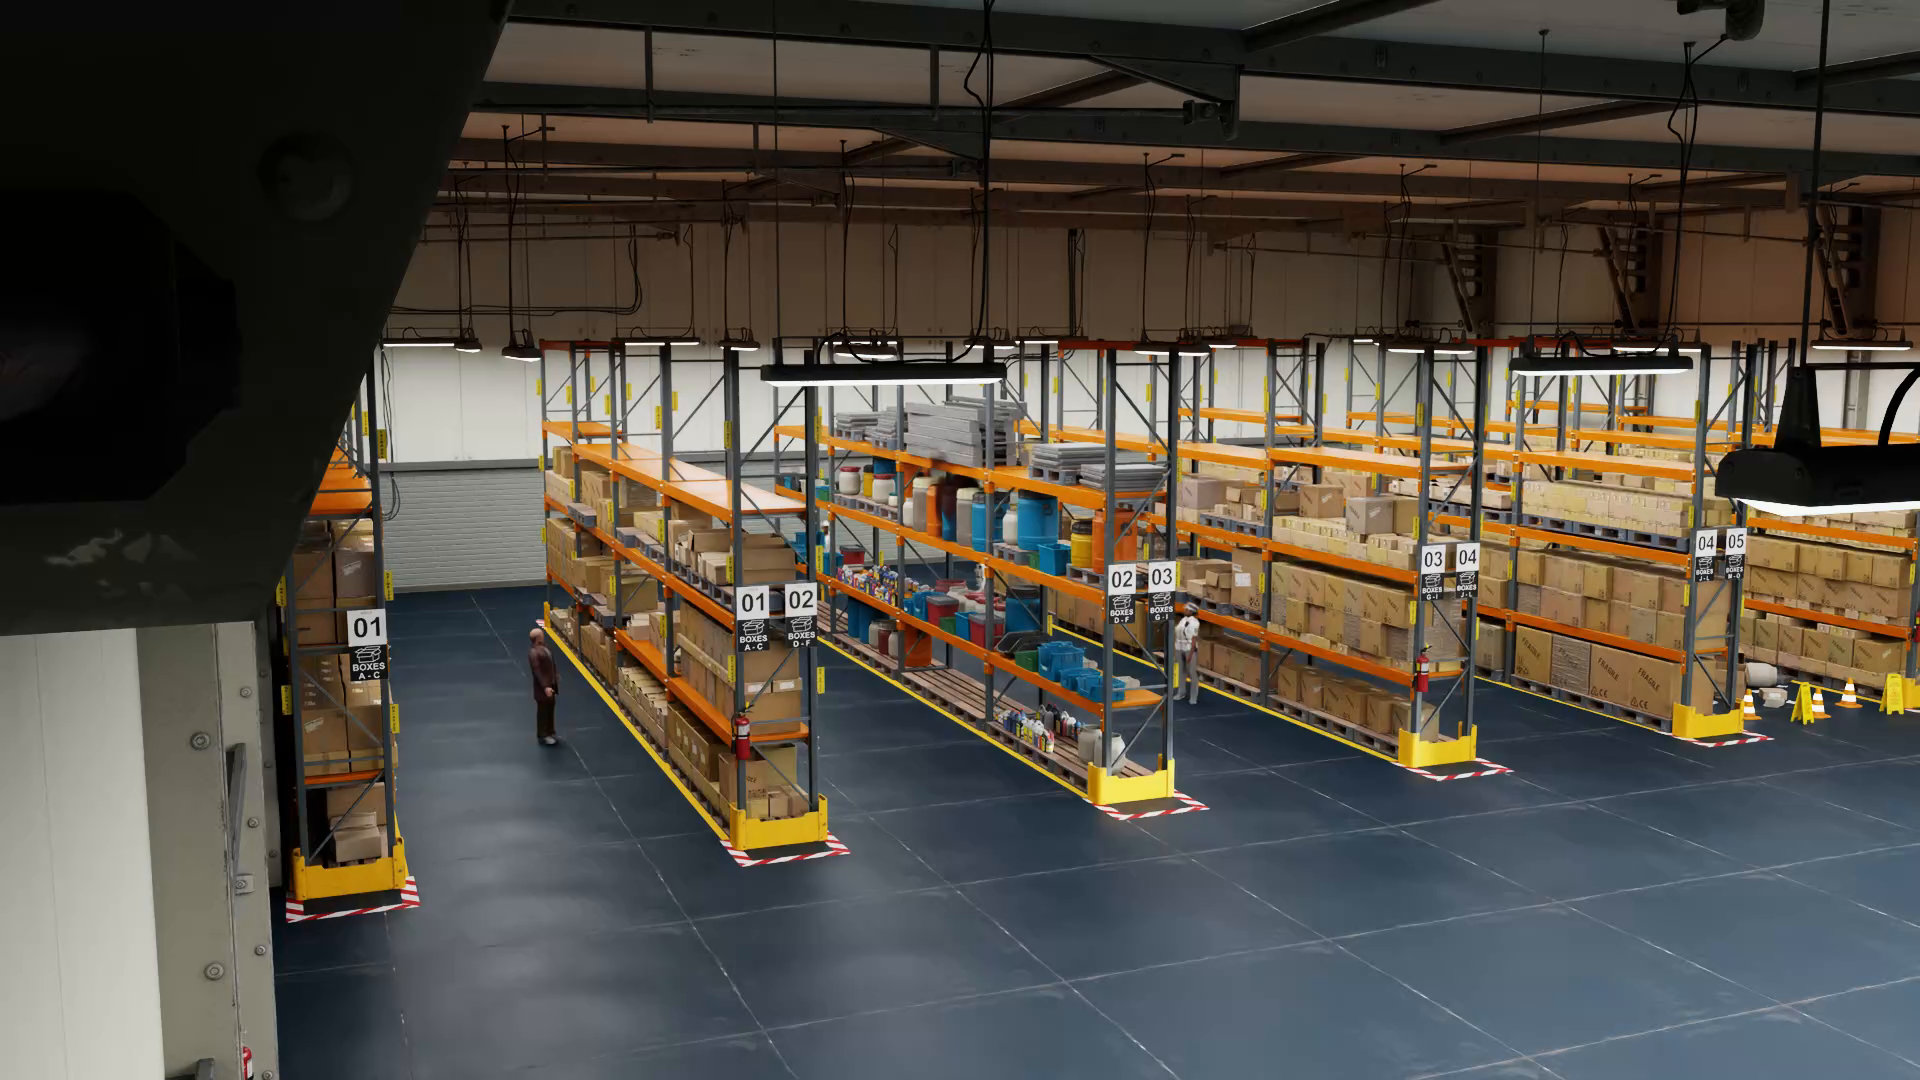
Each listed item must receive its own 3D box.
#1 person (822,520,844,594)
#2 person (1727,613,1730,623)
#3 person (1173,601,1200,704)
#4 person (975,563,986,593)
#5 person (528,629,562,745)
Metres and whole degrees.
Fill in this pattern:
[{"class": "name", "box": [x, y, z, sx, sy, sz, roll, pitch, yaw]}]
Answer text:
[{"class": "person", "box": [-3.099, 0.399, 38.866, 0.619, 1.705, 1.036, -4, 9, -30]}, {"class": "person", "box": [15.477, 1.030, 33.970, 0.661, 1.783, 0.530, 2, 8, 18]}, {"class": "person", "box": [3.811, 1.879, 27.923, 0.456, 1.727, 0.407, 7, 10, 43]}, {"class": "person", "box": [0.461, 1.006, 34.565, 0.384, 1.694, 0.503, -2, 8, -16]}, {"class": "person", "box": [-6.262, 2.213, 25.230, 0.426, 1.815, 0.712, 1, 7, 8]}]
